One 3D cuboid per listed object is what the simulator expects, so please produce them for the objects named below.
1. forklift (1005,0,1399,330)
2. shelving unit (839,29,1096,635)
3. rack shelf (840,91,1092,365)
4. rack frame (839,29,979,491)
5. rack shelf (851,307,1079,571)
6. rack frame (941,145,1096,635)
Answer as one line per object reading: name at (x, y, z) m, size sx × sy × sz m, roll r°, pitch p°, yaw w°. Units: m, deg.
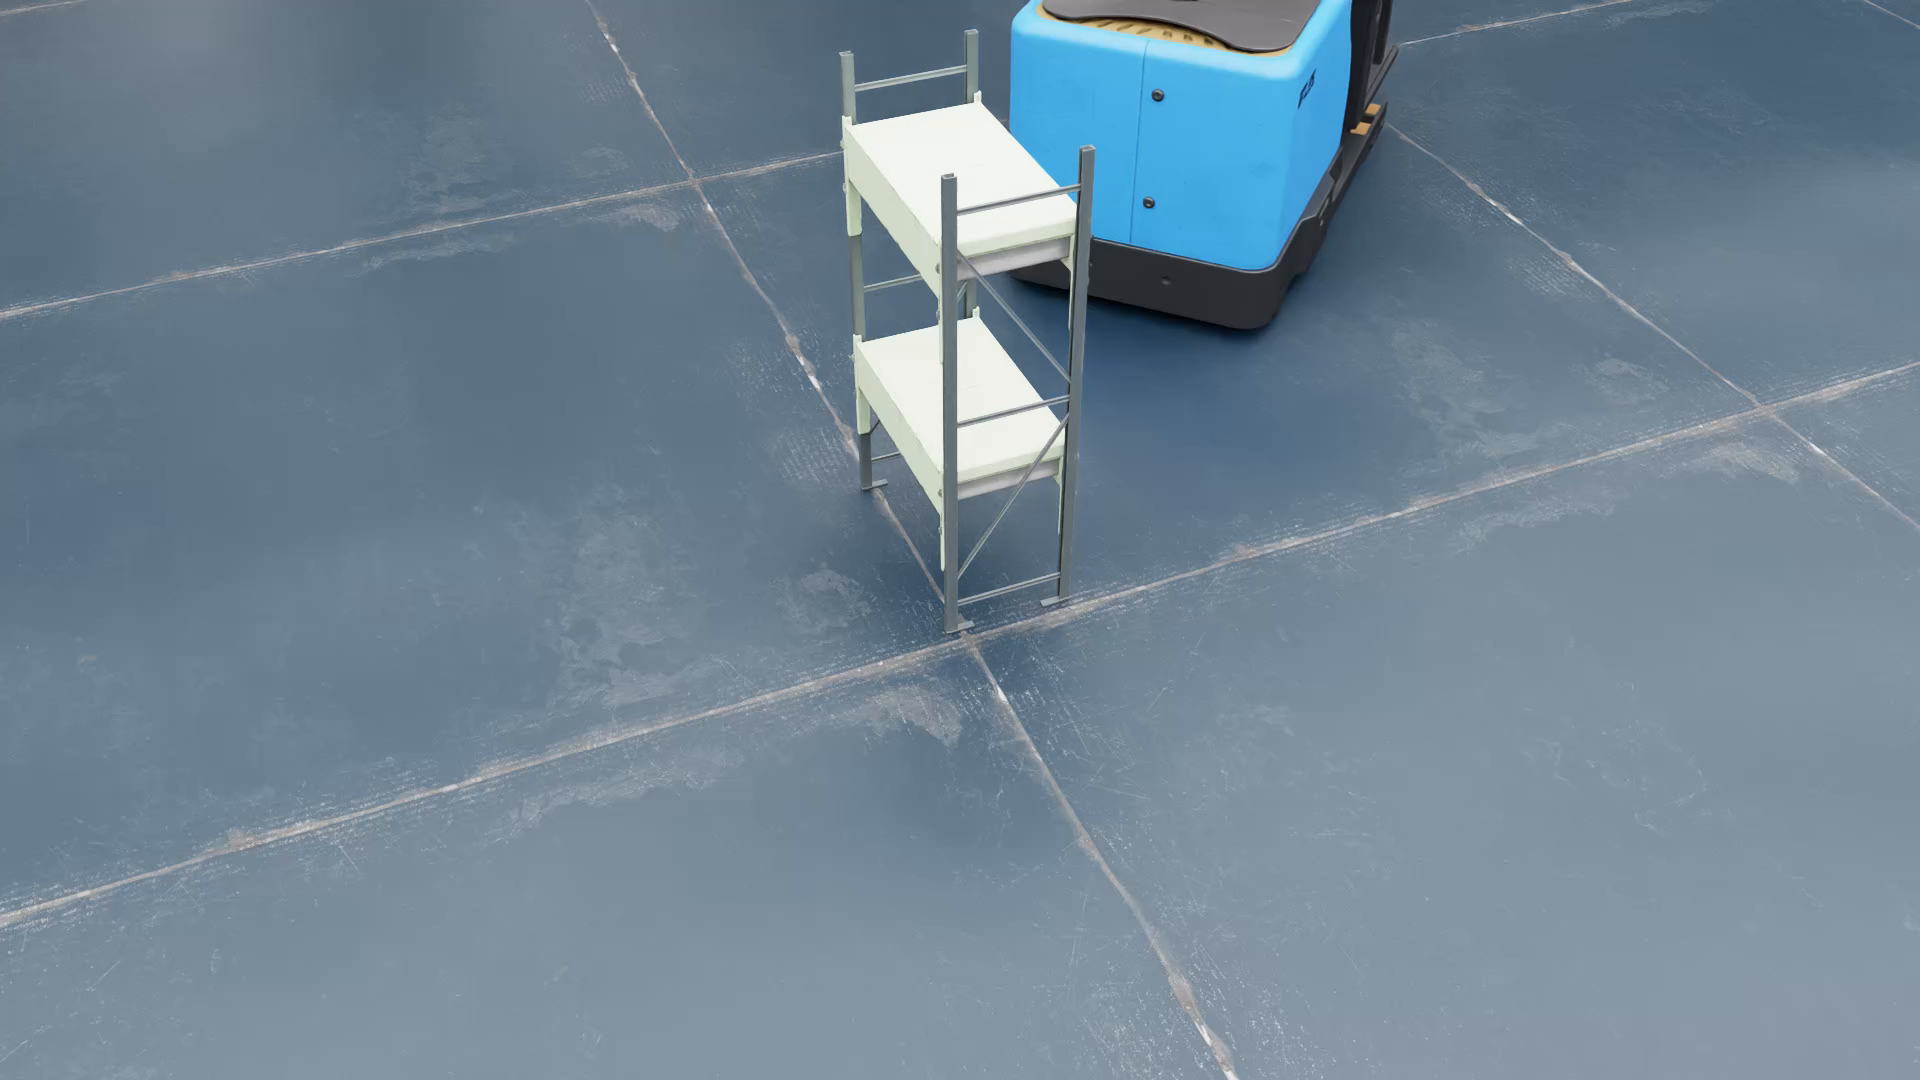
forklift at (1.215, -2.838, 6.303) m, size 1.130 × 2.935 × 3.031 m, roll 16°, pitch 43°, yaw 18°
shelving unit at (0.003, -0.565, 4.756) m, size 0.431 × 1.500 × 0.755 m, roll -15°, pitch 43°, yaw -17°
rack shelf at (0.003, -0.861, 4.502) m, size 0.431 × 0.370 × 0.720 m, roll -15°, pitch 43°, yaw -17°
rack frame at (-0.137, -0.785, 5.013) m, size 0.400 × 1.500 × 0.023 m, roll -15°, pitch 43°, yaw -17°
rack shelf at (0.003, -0.317, 4.969) m, size 0.431 × 0.370 × 0.720 m, roll -15°, pitch 43°, yaw -17°
rack frame at (0.143, -0.344, 4.500) m, size 0.400 × 1.500 × 0.023 m, roll -15°, pitch 43°, yaw -17°
